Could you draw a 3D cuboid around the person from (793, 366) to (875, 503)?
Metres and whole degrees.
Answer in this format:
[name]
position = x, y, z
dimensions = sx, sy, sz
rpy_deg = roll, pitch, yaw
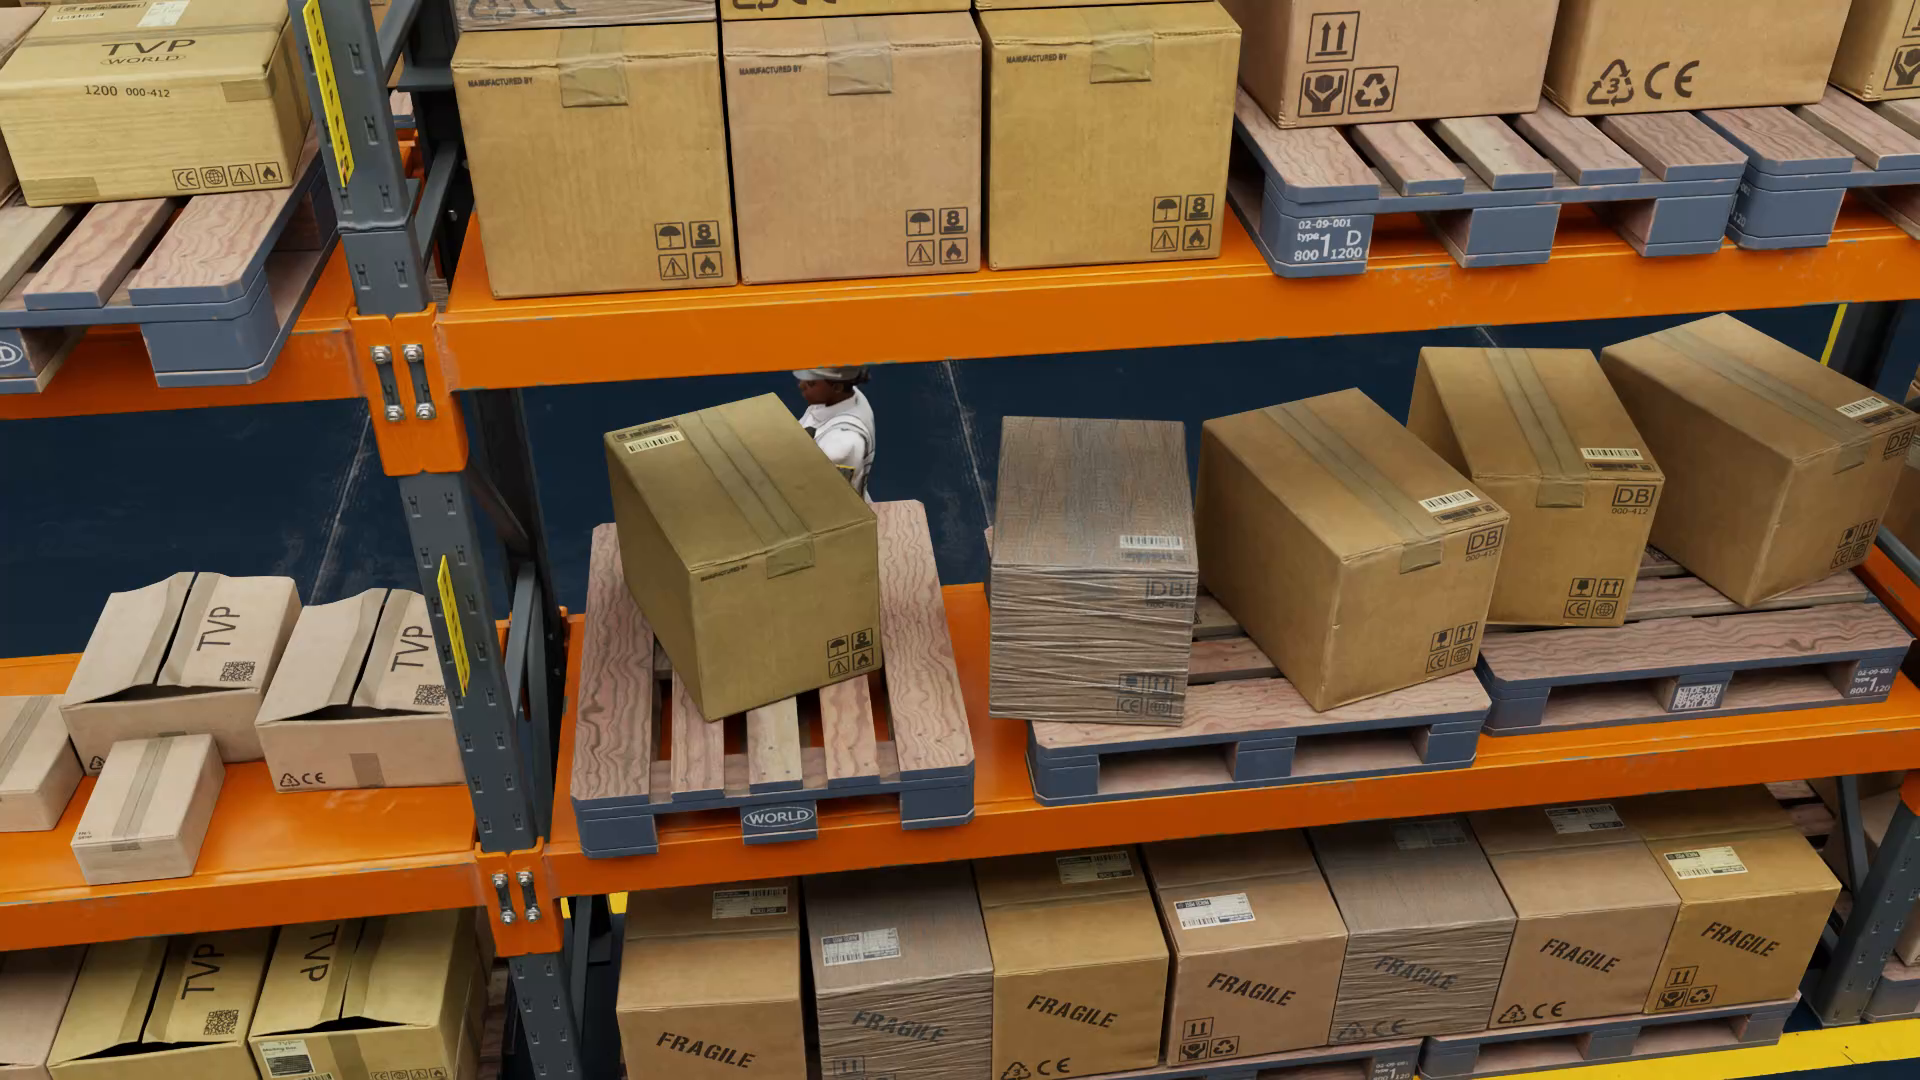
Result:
[person]
position = -0.467, -0.010, 6.153
dimensions = 0.341, 1.679, 0.436
rpy_deg = -4, 35, -6
